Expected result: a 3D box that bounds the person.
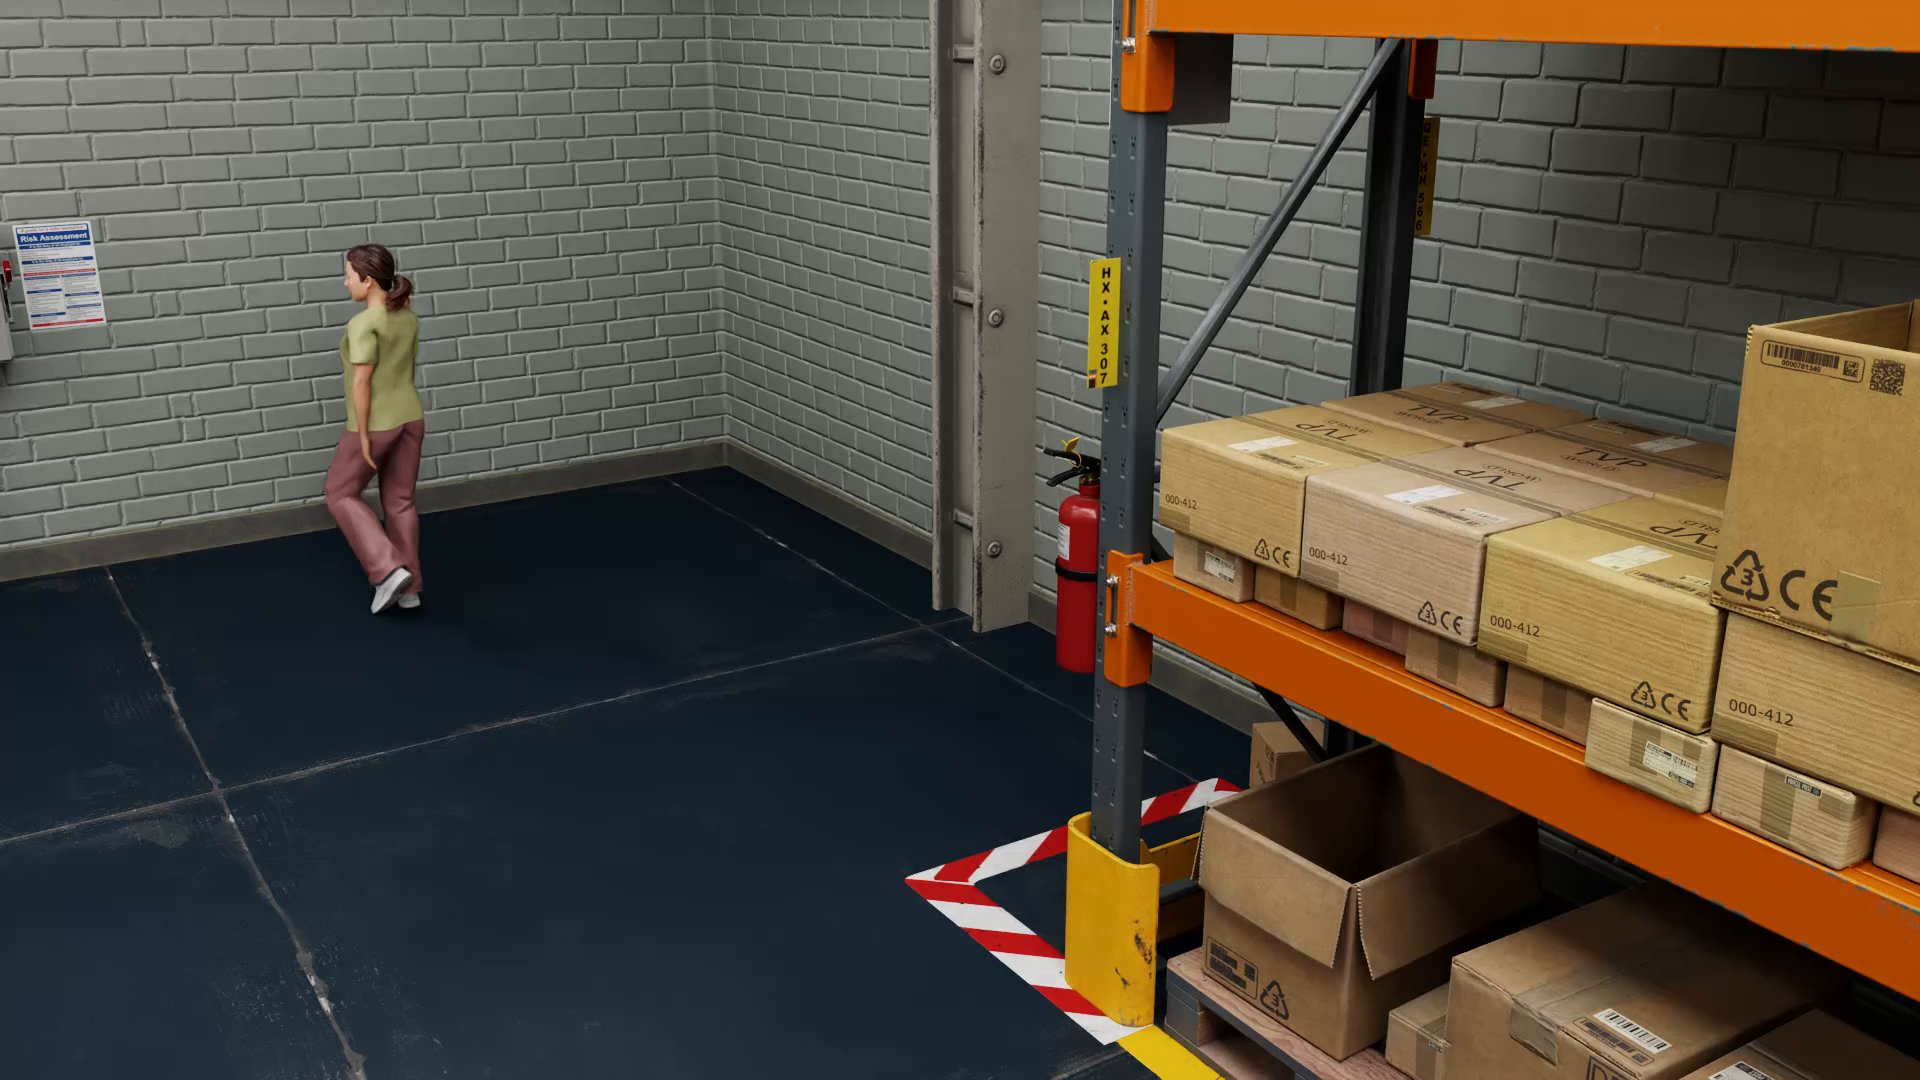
[{"bbox_3d":[-2.624,-0.519,7.519,0.437,1.634,0.464,10,21,29],"label":"person"}]
